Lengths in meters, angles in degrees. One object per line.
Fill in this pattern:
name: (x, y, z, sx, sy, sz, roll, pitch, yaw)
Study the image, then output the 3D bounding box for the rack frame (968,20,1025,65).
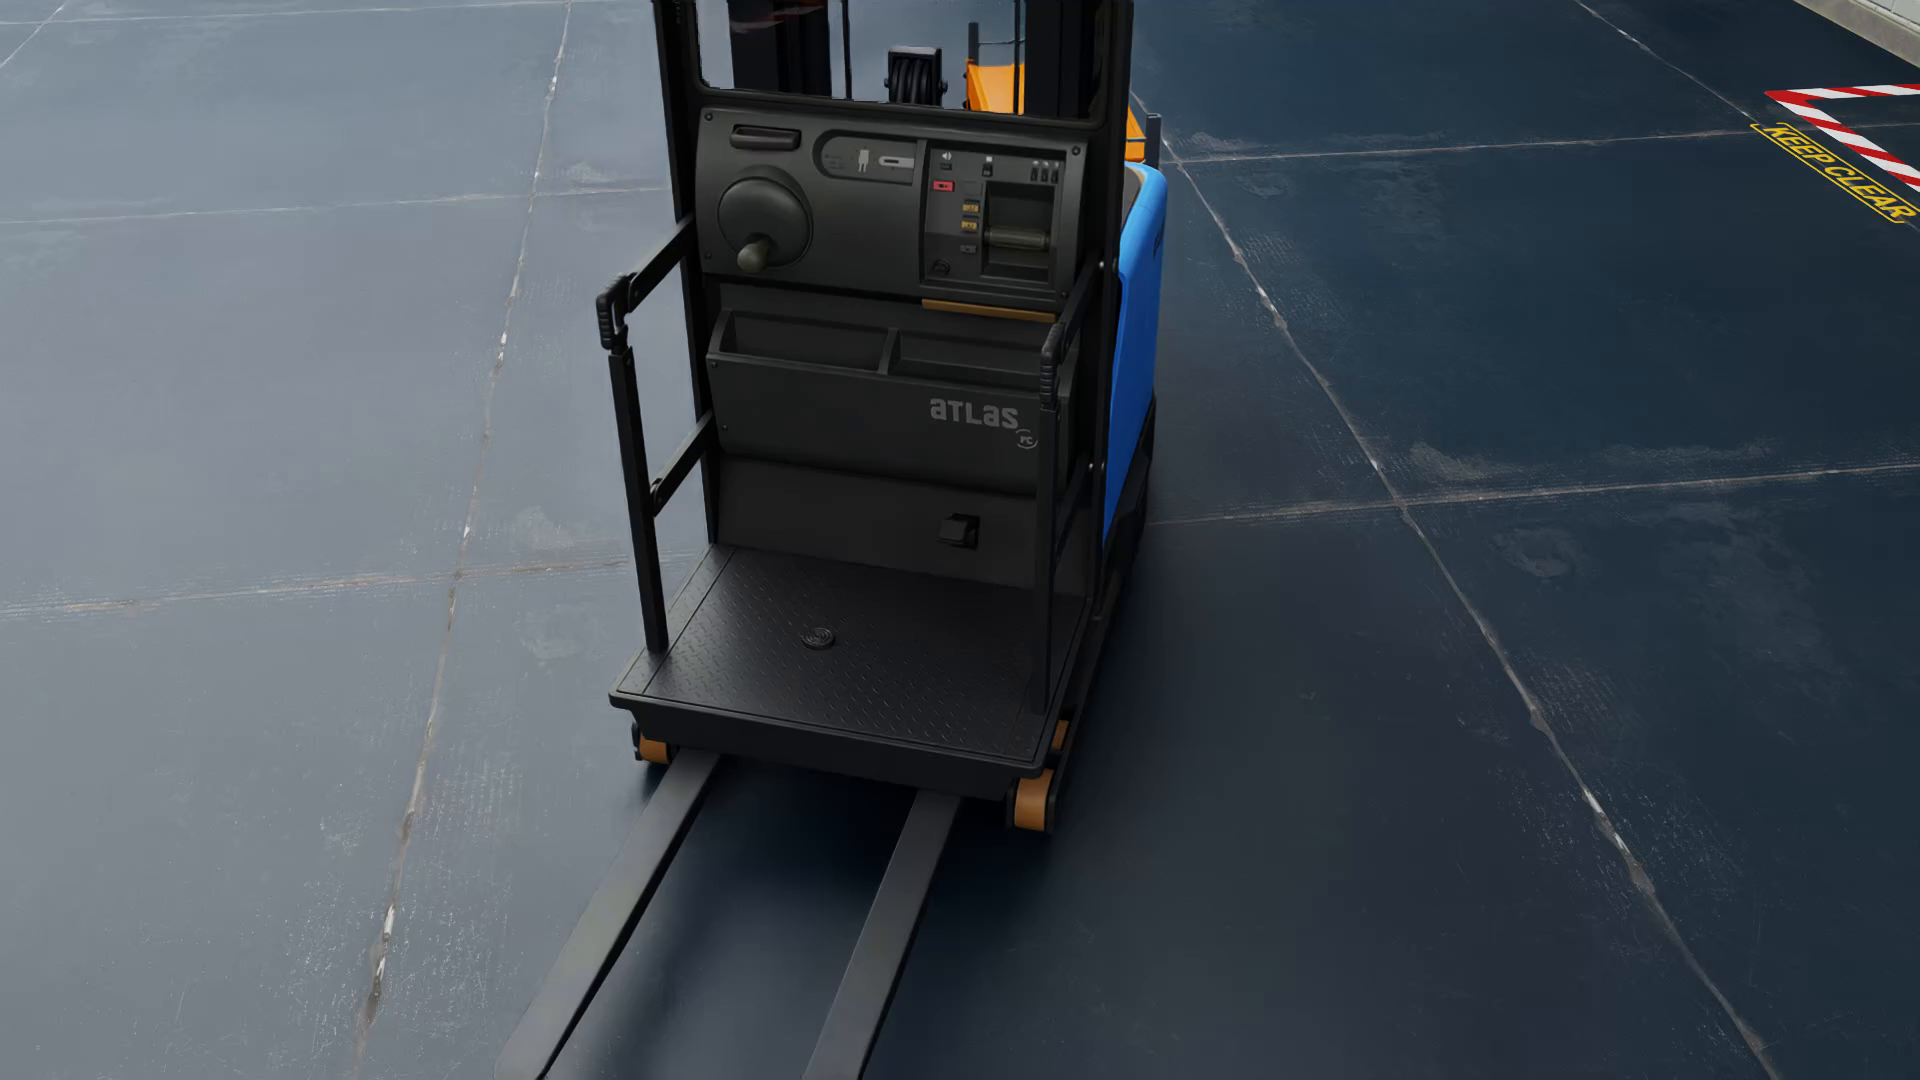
rack frame: (0.278, -1.419, 6.334, 0.500, 1.125, 0.032, -3, 34, -5)

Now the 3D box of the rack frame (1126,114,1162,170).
rack frame: (0.379, -0.849, 5.498, 0.500, 1.125, 0.032, -3, 34, -5)

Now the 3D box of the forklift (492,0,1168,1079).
forklift: (-0.222, -0.722, 3.706, 1.130, 2.935, 3.031, 8, 35, 12)

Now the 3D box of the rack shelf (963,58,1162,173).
rack shelf: (0.329, -1.376, 5.751, 0.538, 0.278, 1.000, -3, 34, -5)

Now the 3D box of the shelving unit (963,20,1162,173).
shelving unit: (0.329, -1.134, 5.916, 0.538, 1.125, 1.048, -3, 34, -5)
